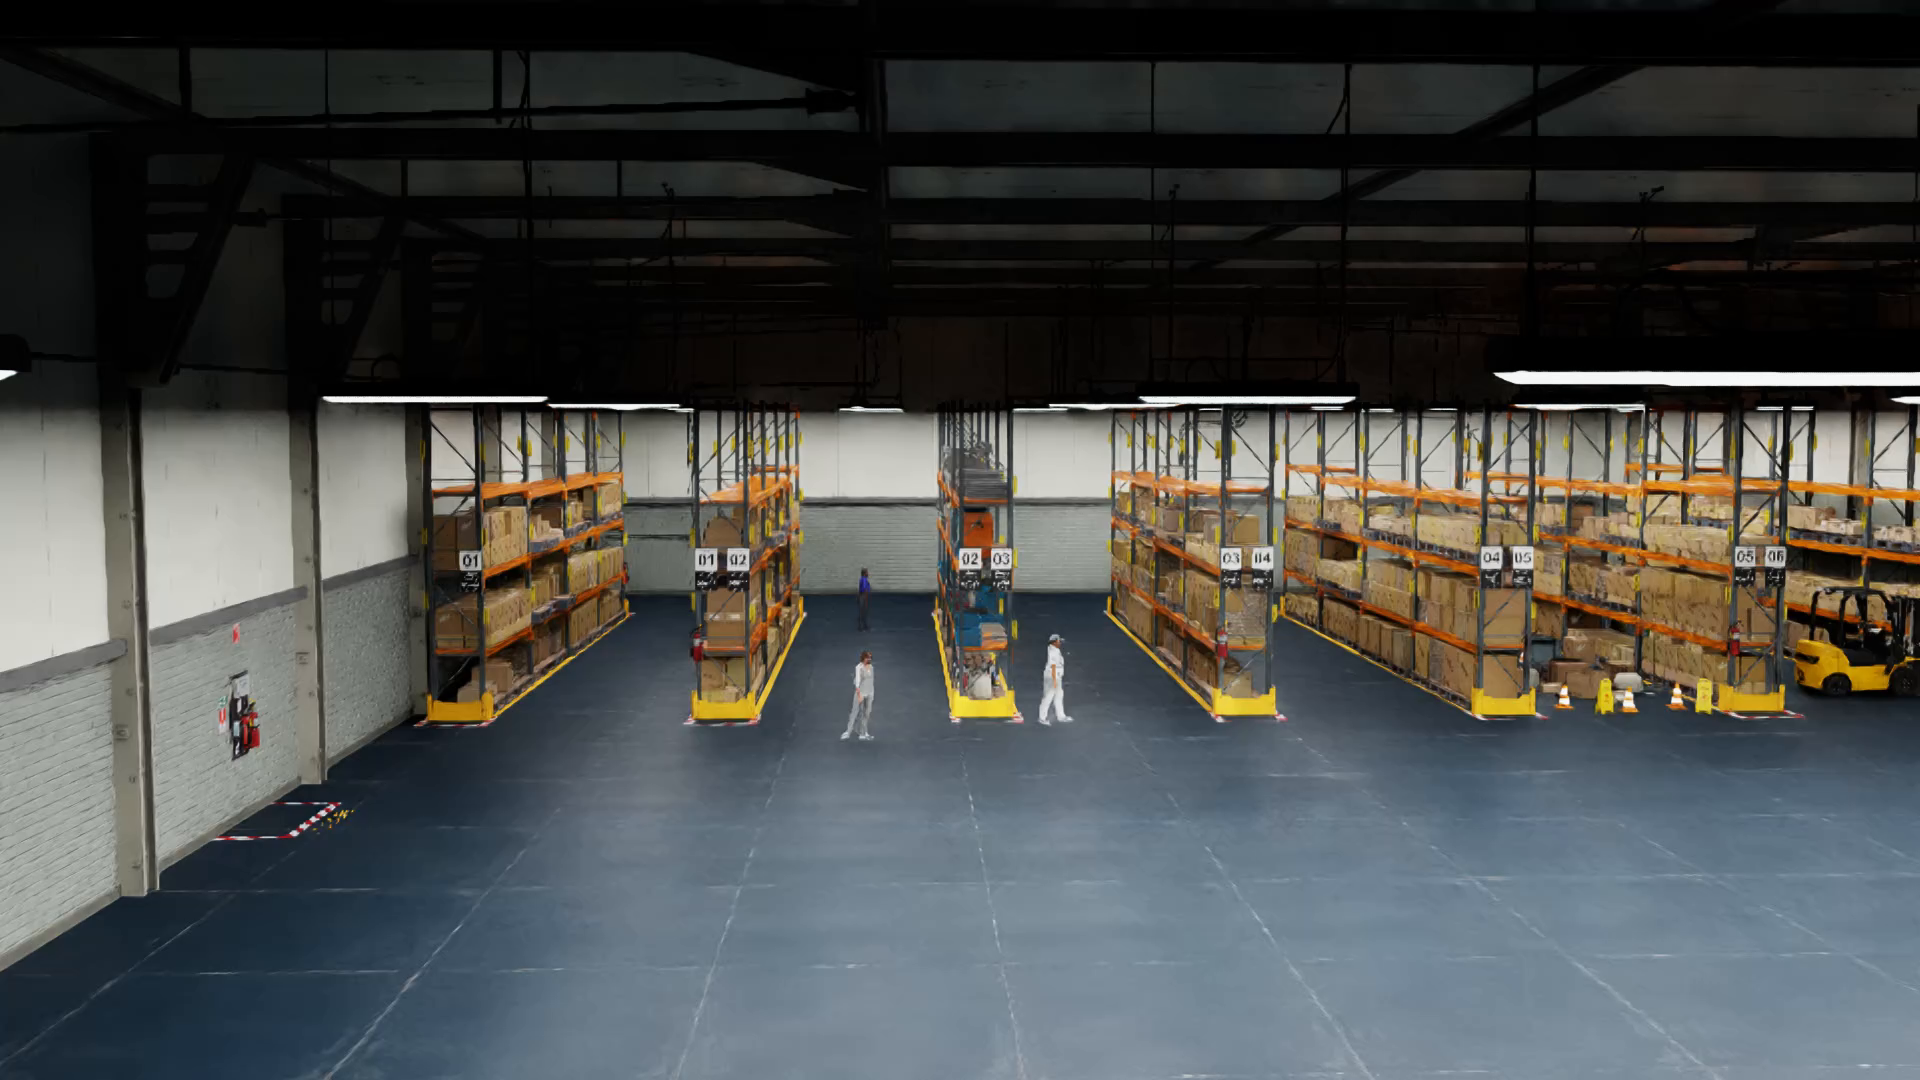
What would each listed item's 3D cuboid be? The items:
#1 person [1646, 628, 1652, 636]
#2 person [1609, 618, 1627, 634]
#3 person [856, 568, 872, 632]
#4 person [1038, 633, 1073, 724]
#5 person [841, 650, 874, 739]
[{"bbox_3d":[16.619,1.806,39.804,0.436,1.784,0.654,3,5,34],"label":"person"},{"bbox_3d":[17.071,1.567,43.283,0.591,1.821,0.656,2,5,25],"label":"person"},{"bbox_3d":[-2.506,1.561,43.755,0.481,1.665,0.618,-2,5,-21],"label":"person"},{"bbox_3d":[1.773,2.548,30.844,0.626,1.646,0.697,0,4,6],"label":"person"},{"bbox_3d":[-1.783,2.720,29.220,0.600,1.587,0.463,-3,5,-37],"label":"person"}]
